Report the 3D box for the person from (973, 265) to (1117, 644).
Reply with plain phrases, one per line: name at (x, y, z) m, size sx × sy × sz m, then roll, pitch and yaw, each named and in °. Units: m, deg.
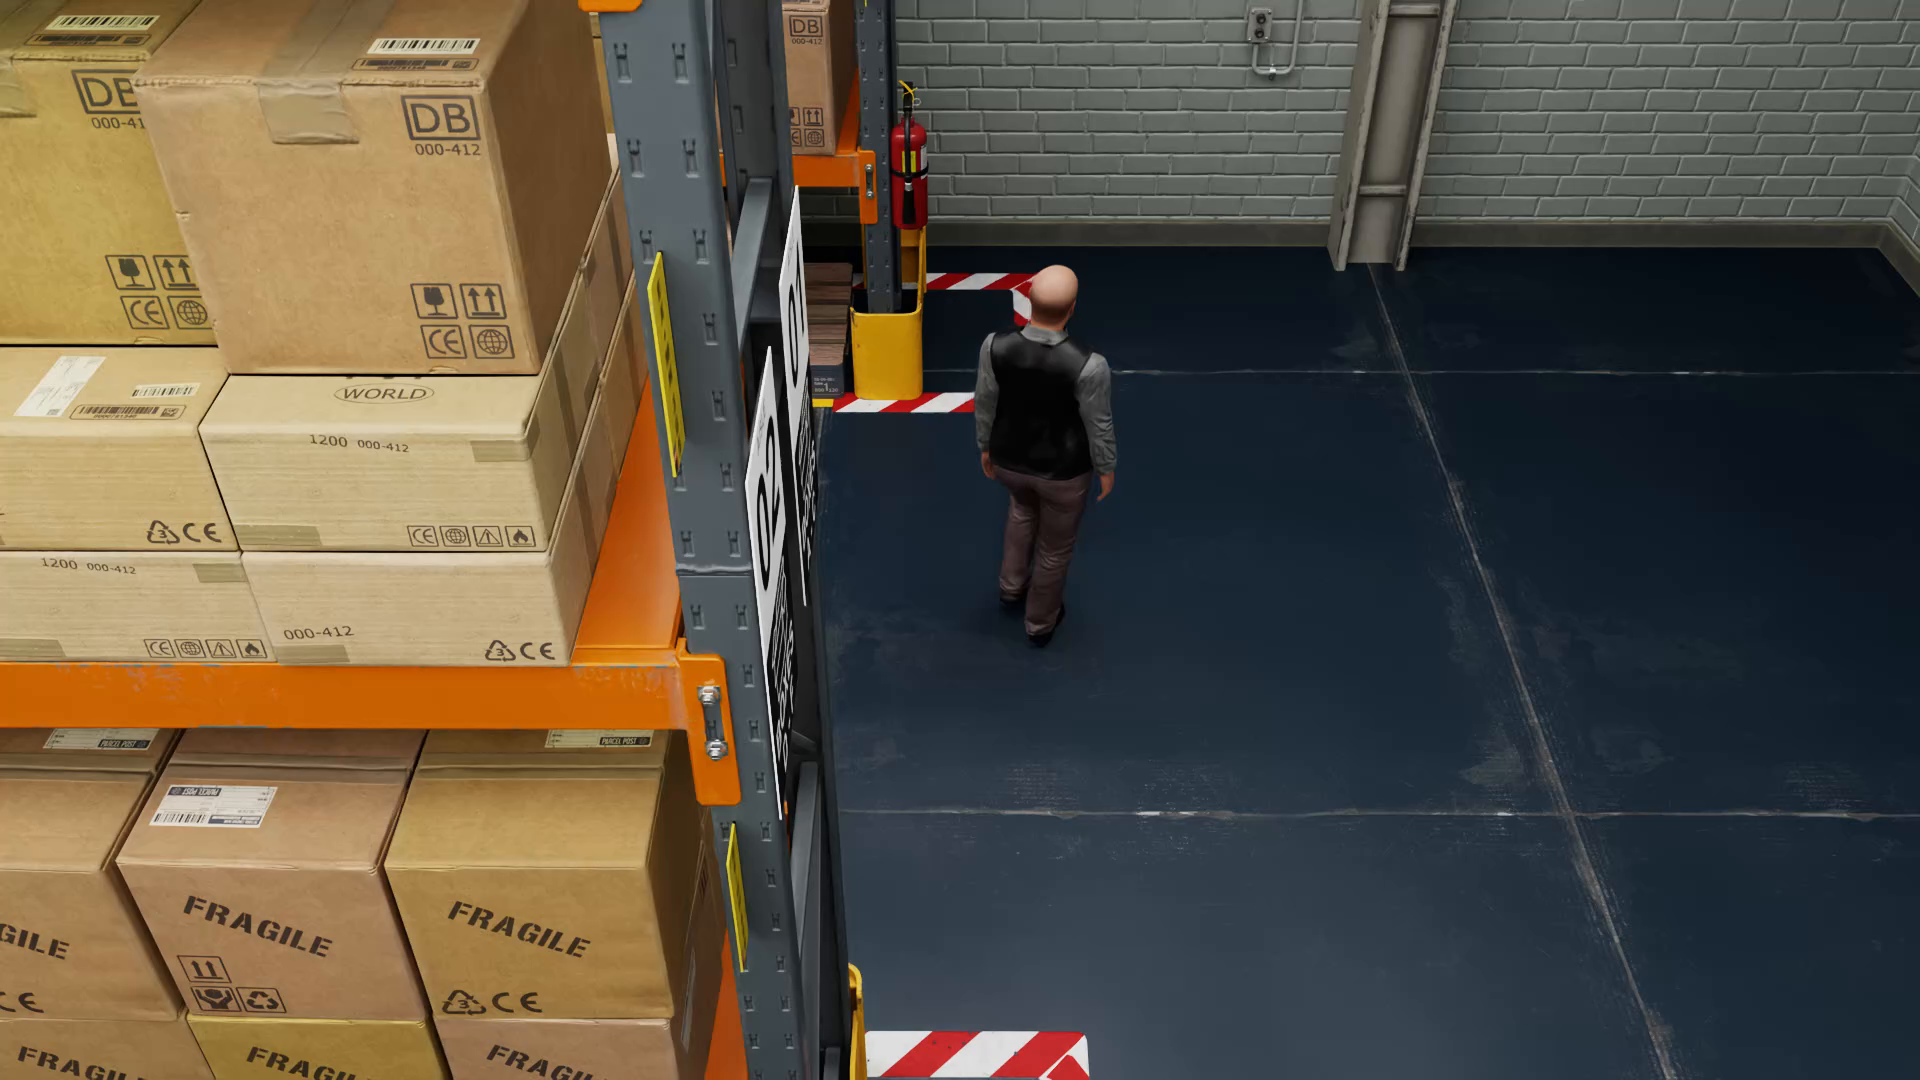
person at (0.358, -0.310, 6.579) m, size 0.564 × 1.771 × 0.439 m, roll 17°, pitch 42°, yaw 20°
